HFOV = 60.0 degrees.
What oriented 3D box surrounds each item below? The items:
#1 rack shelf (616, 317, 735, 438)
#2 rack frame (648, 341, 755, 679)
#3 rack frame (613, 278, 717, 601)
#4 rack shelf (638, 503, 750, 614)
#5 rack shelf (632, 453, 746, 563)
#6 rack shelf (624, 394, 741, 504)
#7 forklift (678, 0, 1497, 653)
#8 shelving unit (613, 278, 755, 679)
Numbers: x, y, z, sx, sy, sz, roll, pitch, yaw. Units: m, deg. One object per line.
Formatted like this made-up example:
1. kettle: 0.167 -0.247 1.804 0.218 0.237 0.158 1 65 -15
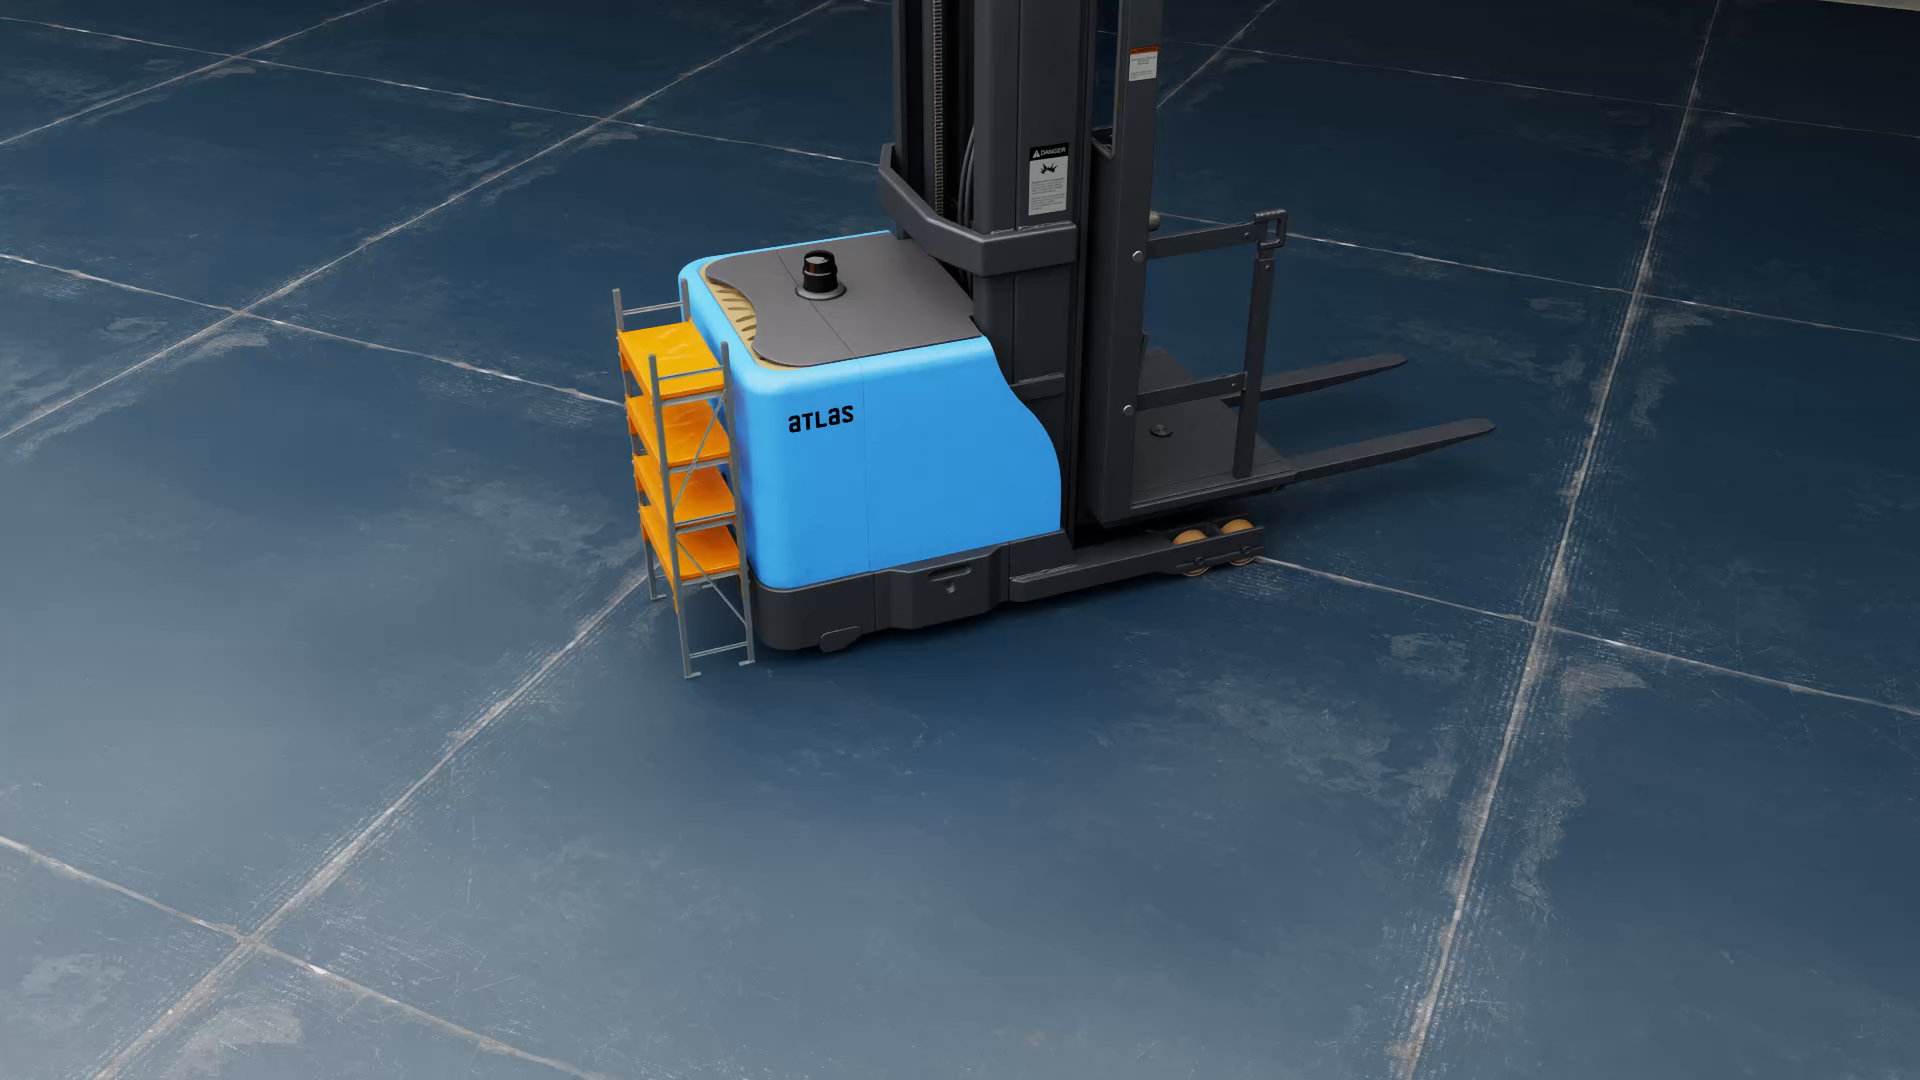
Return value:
1. rack shelf: -0.897 -0.518 5.230 0.258 0.148 0.480 -13 35 -18
2. rack frame: -0.805 -0.066 5.256 0.240 1.200 0.015 -13 35 -18
3. rack frame: -0.989 -0.314 5.634 0.240 1.200 0.015 -13 35 -18
4. rack shelf: -0.897 0.033 5.591 0.258 0.148 0.480 -13 35 -18
5. rack shelf: -0.897 -0.133 5.482 0.258 0.148 0.480 -13 35 -18
6. rack shelf: -0.897 -0.320 5.359 0.258 0.148 0.480 -13 35 -18
7. forklift: 0.579 -1.351 5.637 3.031 2.935 1.130 -12 35 -18
8. shelving unit: -0.897 -0.190 5.445 0.258 1.200 0.503 -13 35 -18
